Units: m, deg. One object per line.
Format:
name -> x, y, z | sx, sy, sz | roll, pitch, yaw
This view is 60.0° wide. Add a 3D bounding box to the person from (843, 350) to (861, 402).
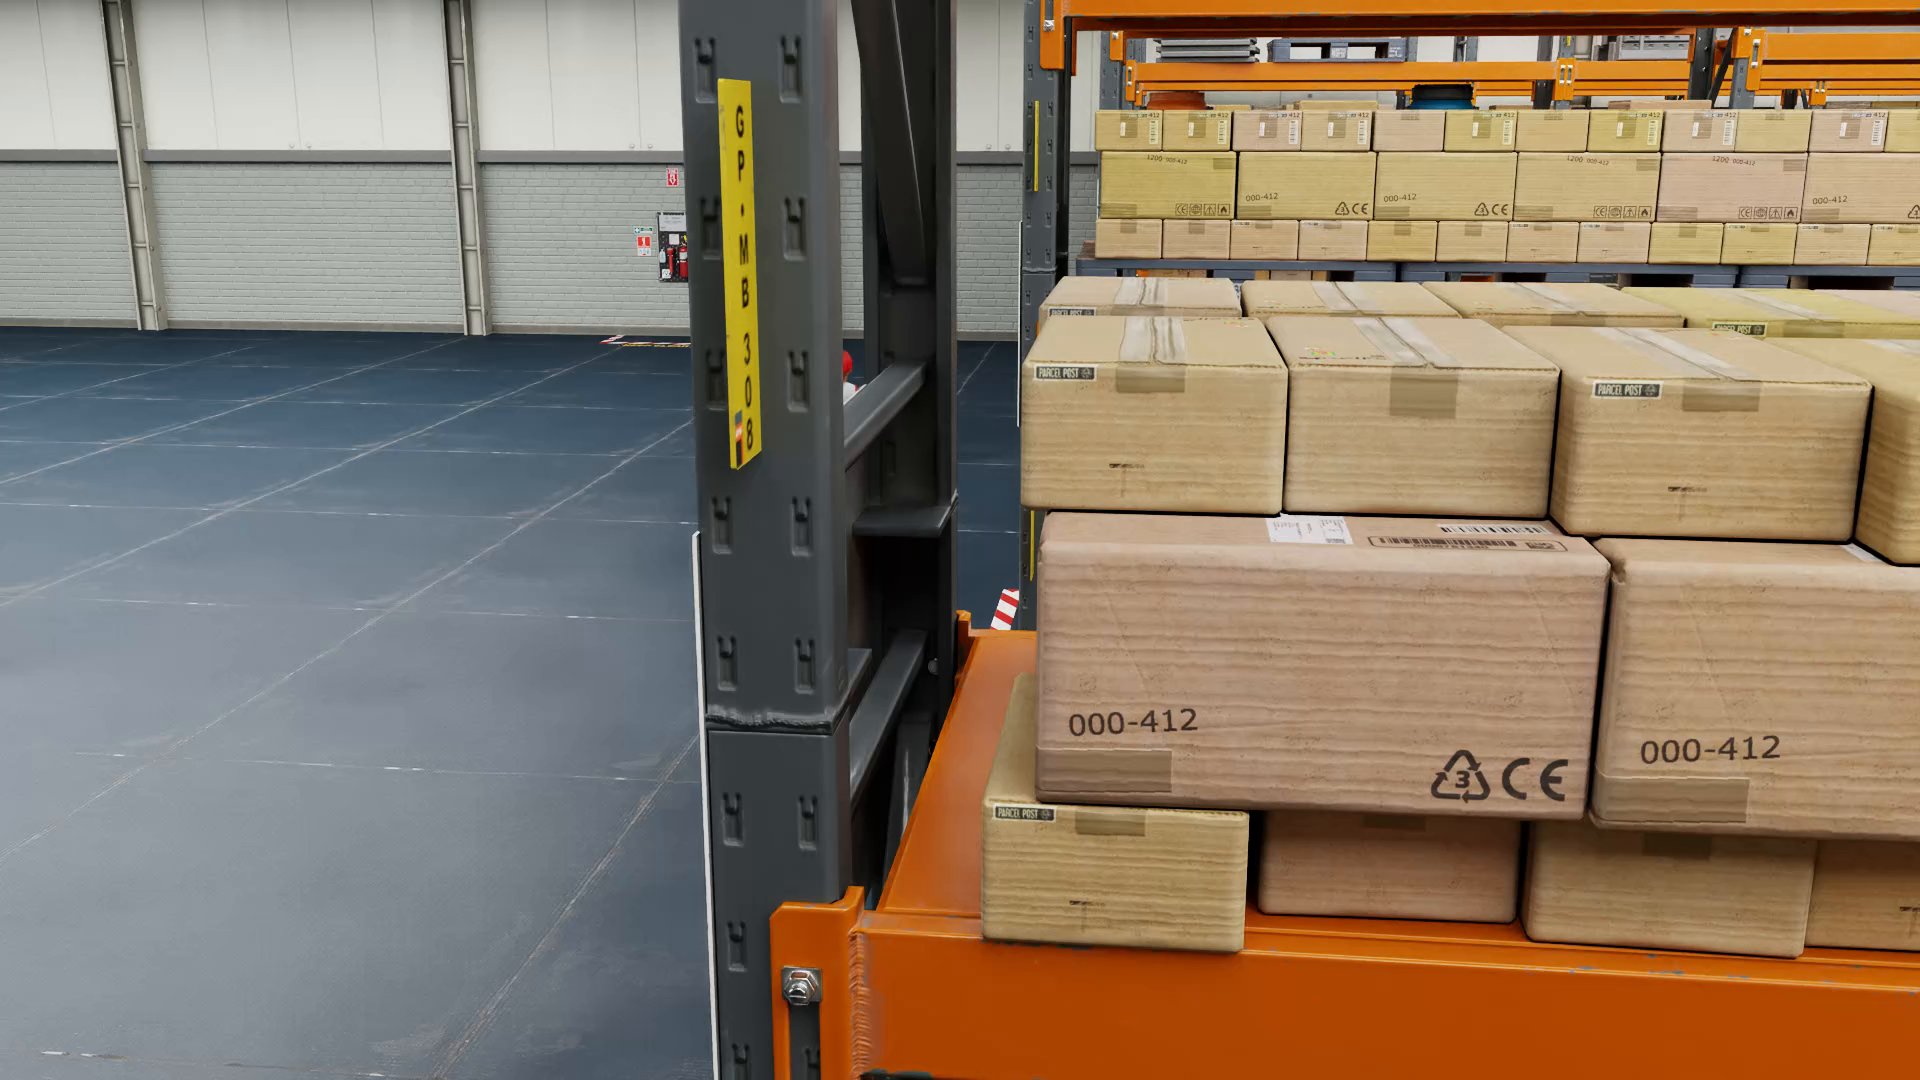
person -> -0.996, -0.686, 13.645 | 0.529, 1.762, 0.811 | -3, 14, -10
